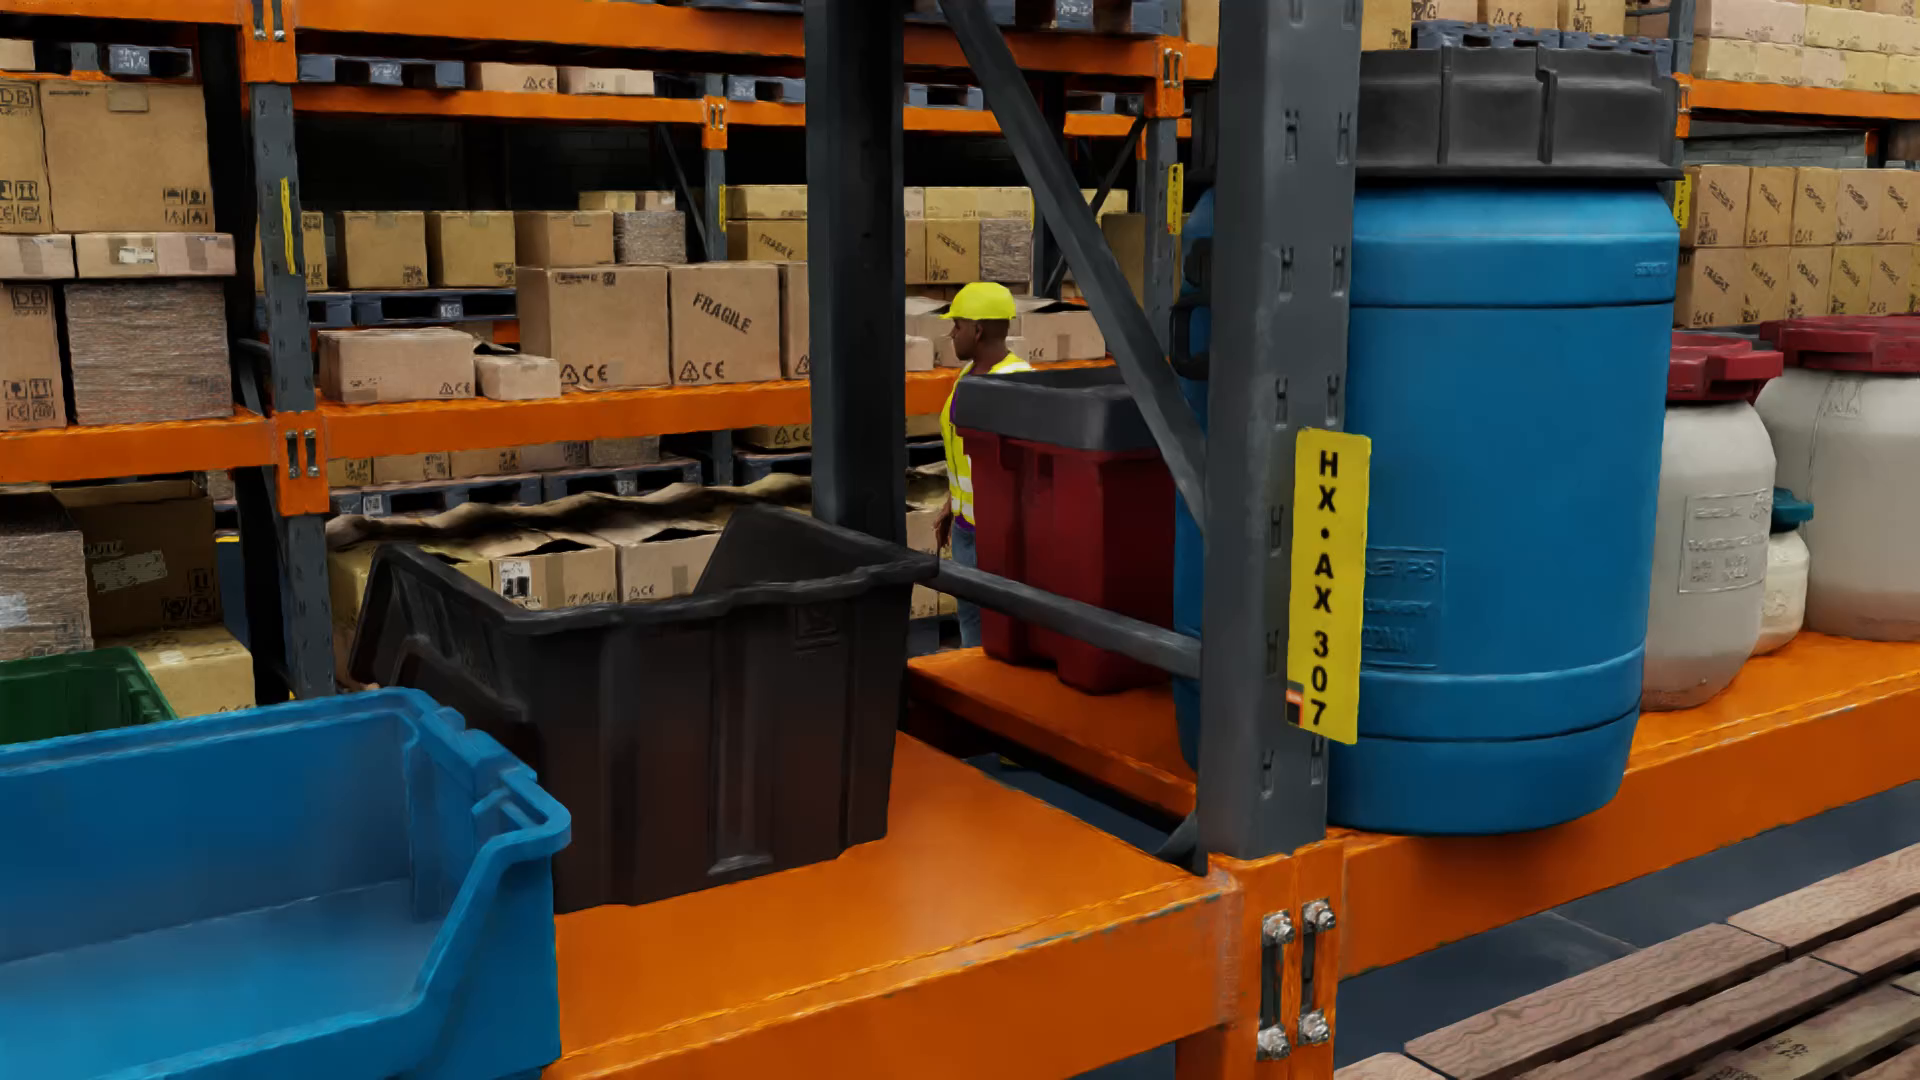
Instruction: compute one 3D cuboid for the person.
[{"bbox_3d":[0.139,-0.068,6.194,0.444,1.771,0.683,-5,12,-25],"label":"person"}]
